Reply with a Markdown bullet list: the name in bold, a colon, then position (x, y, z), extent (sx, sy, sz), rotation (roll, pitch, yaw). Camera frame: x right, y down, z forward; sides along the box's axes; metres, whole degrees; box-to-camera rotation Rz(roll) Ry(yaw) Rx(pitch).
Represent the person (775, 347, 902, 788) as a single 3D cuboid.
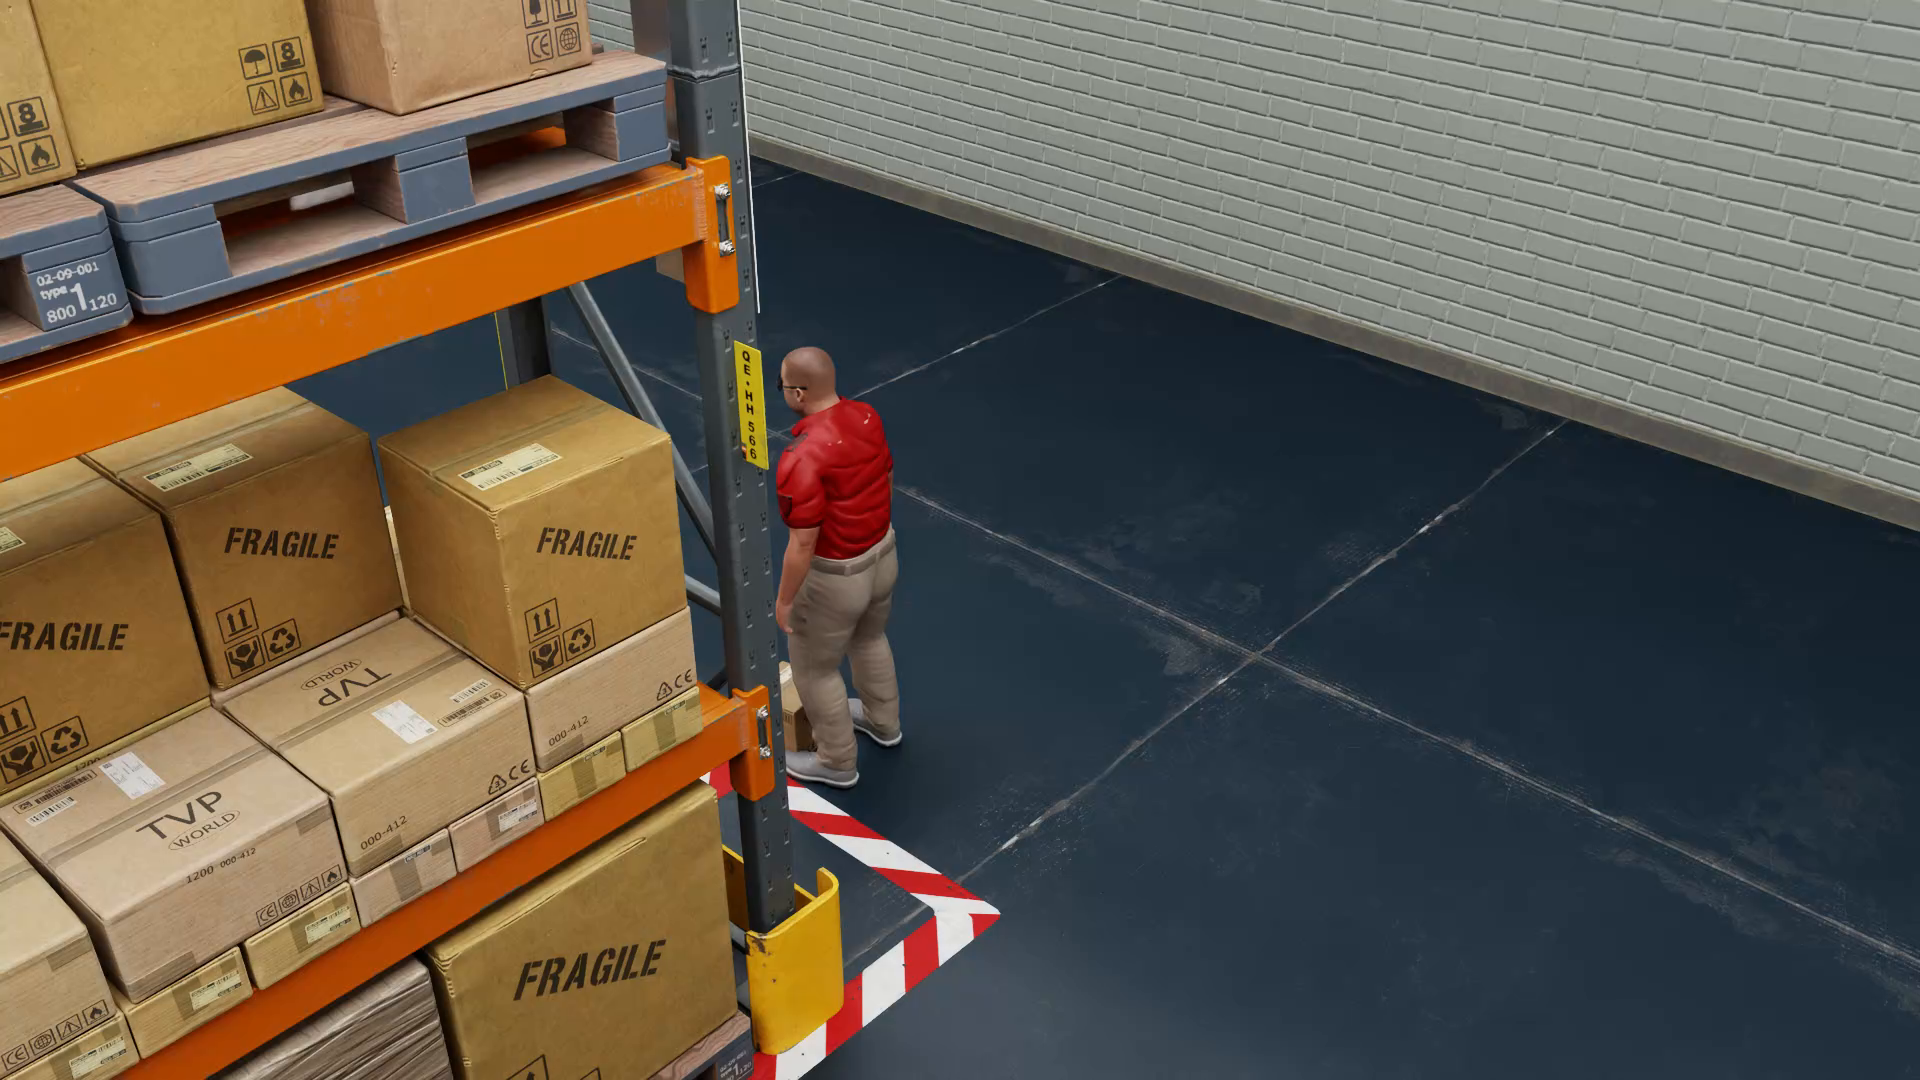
- **person**: position (-0.444, 0.106, 5.970), extent (0.387, 1.728, 0.607), rotation (18, 36, 27)
